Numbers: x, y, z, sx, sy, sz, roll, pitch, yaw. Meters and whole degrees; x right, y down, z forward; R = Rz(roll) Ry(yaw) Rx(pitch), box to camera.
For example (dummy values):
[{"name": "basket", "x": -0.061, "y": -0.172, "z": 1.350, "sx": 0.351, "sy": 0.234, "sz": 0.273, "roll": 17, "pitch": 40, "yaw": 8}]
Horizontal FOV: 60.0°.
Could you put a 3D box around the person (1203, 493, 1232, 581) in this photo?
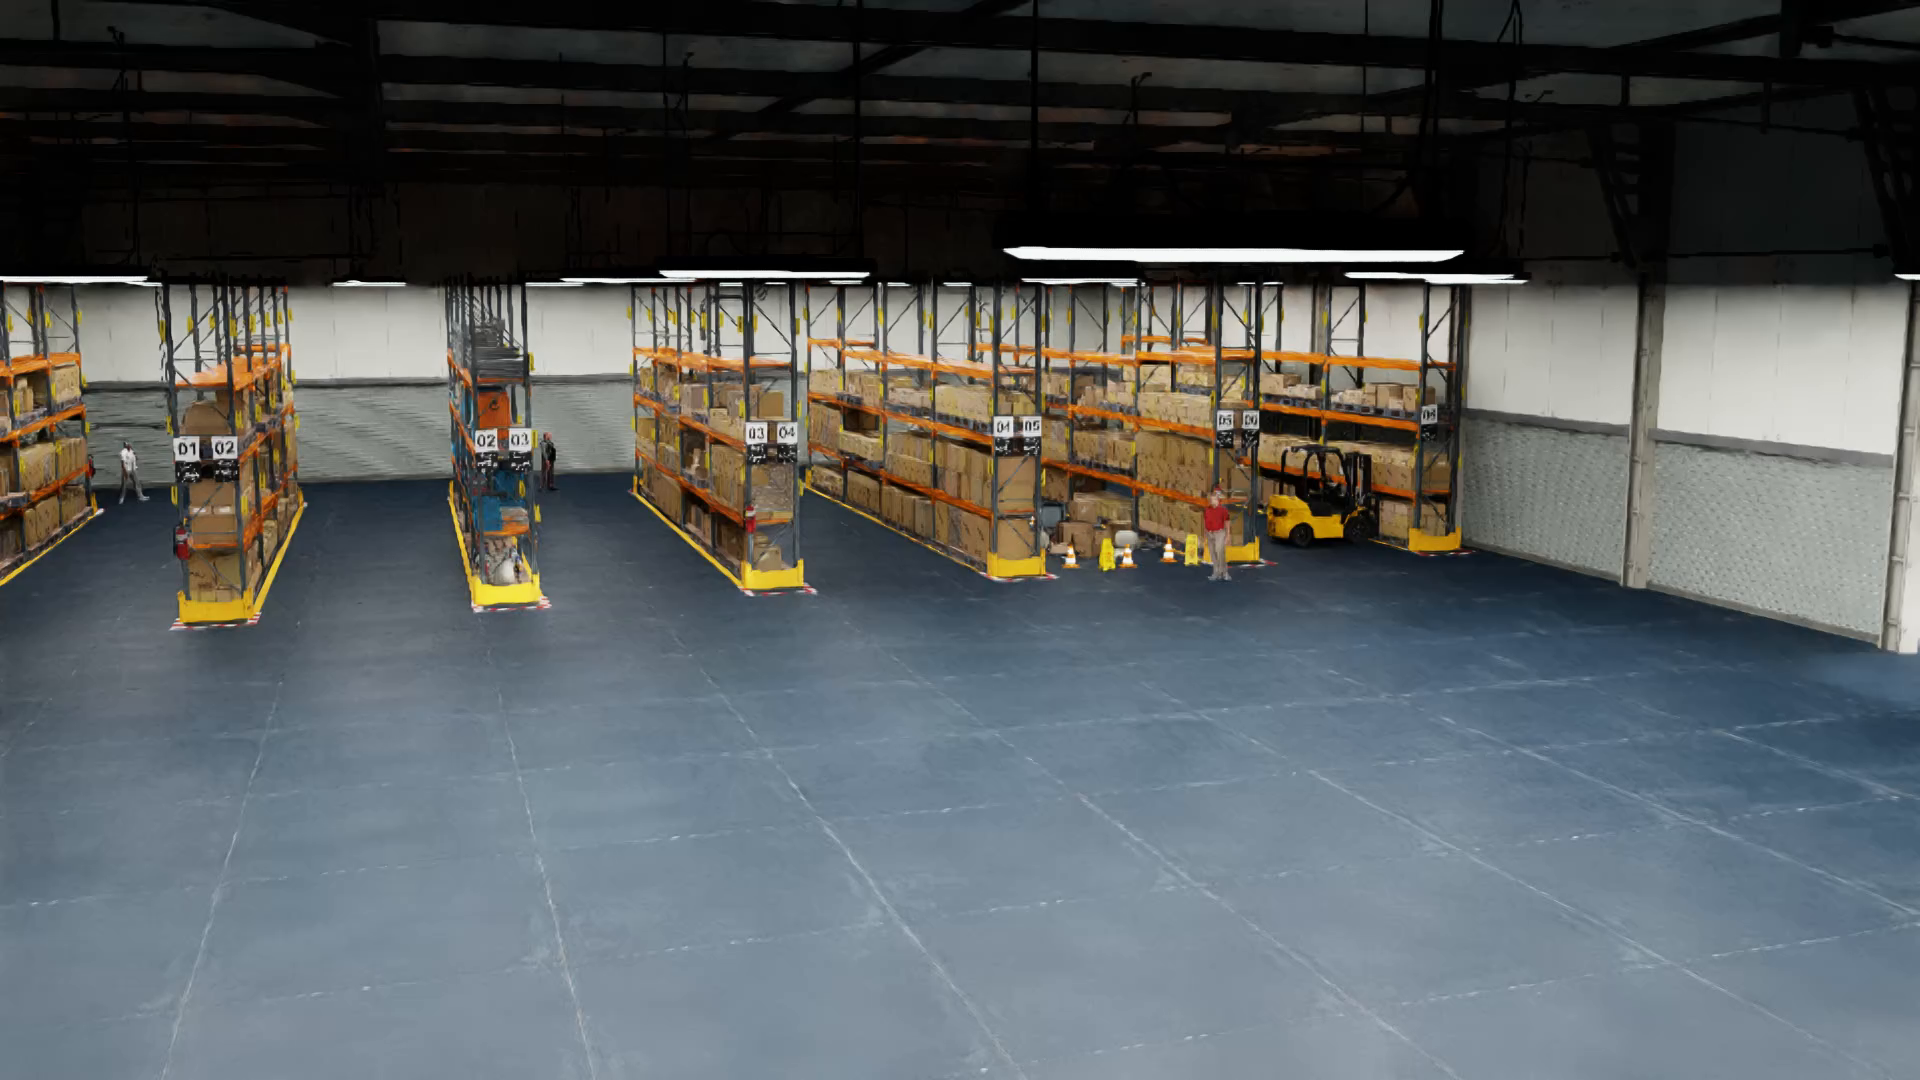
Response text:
[{"name": "person", "x": 5.080, "y": -0.071, "z": 32.780, "sx": 0.645, "sy": 1.721, "sz": 0.425, "roll": 7, "pitch": 11, "yaw": 39}]

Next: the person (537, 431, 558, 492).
[{"name": "person", "x": -11.741, "y": -2.236, "z": 47.178, "sx": 0.441, "sy": 1.718, "sz": 0.690, "roll": 2, "pitch": 9, "yaw": 12}]

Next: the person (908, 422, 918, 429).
[{"name": "person", "x": -1.398, "y": -3.210, "z": 53.452, "sx": 0.580, "sy": 1.774, "sz": 0.571, "roll": 3, "pitch": 9, "yaw": 17}]

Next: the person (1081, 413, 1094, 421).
[{"name": "person", "x": 4.210, "y": -3.451, "z": 55.055, "sx": 0.607, "sy": 1.769, "sz": 0.656, "roll": 5, "pitch": 10, "yaw": 28}]

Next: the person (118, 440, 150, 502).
[{"name": "person", "x": -22.406, "y": -1.883, "z": 44.923, "sx": 0.558, "sy": 1.672, "sz": 0.700, "roll": 3, "pitch": 9, "yaw": 19}]
